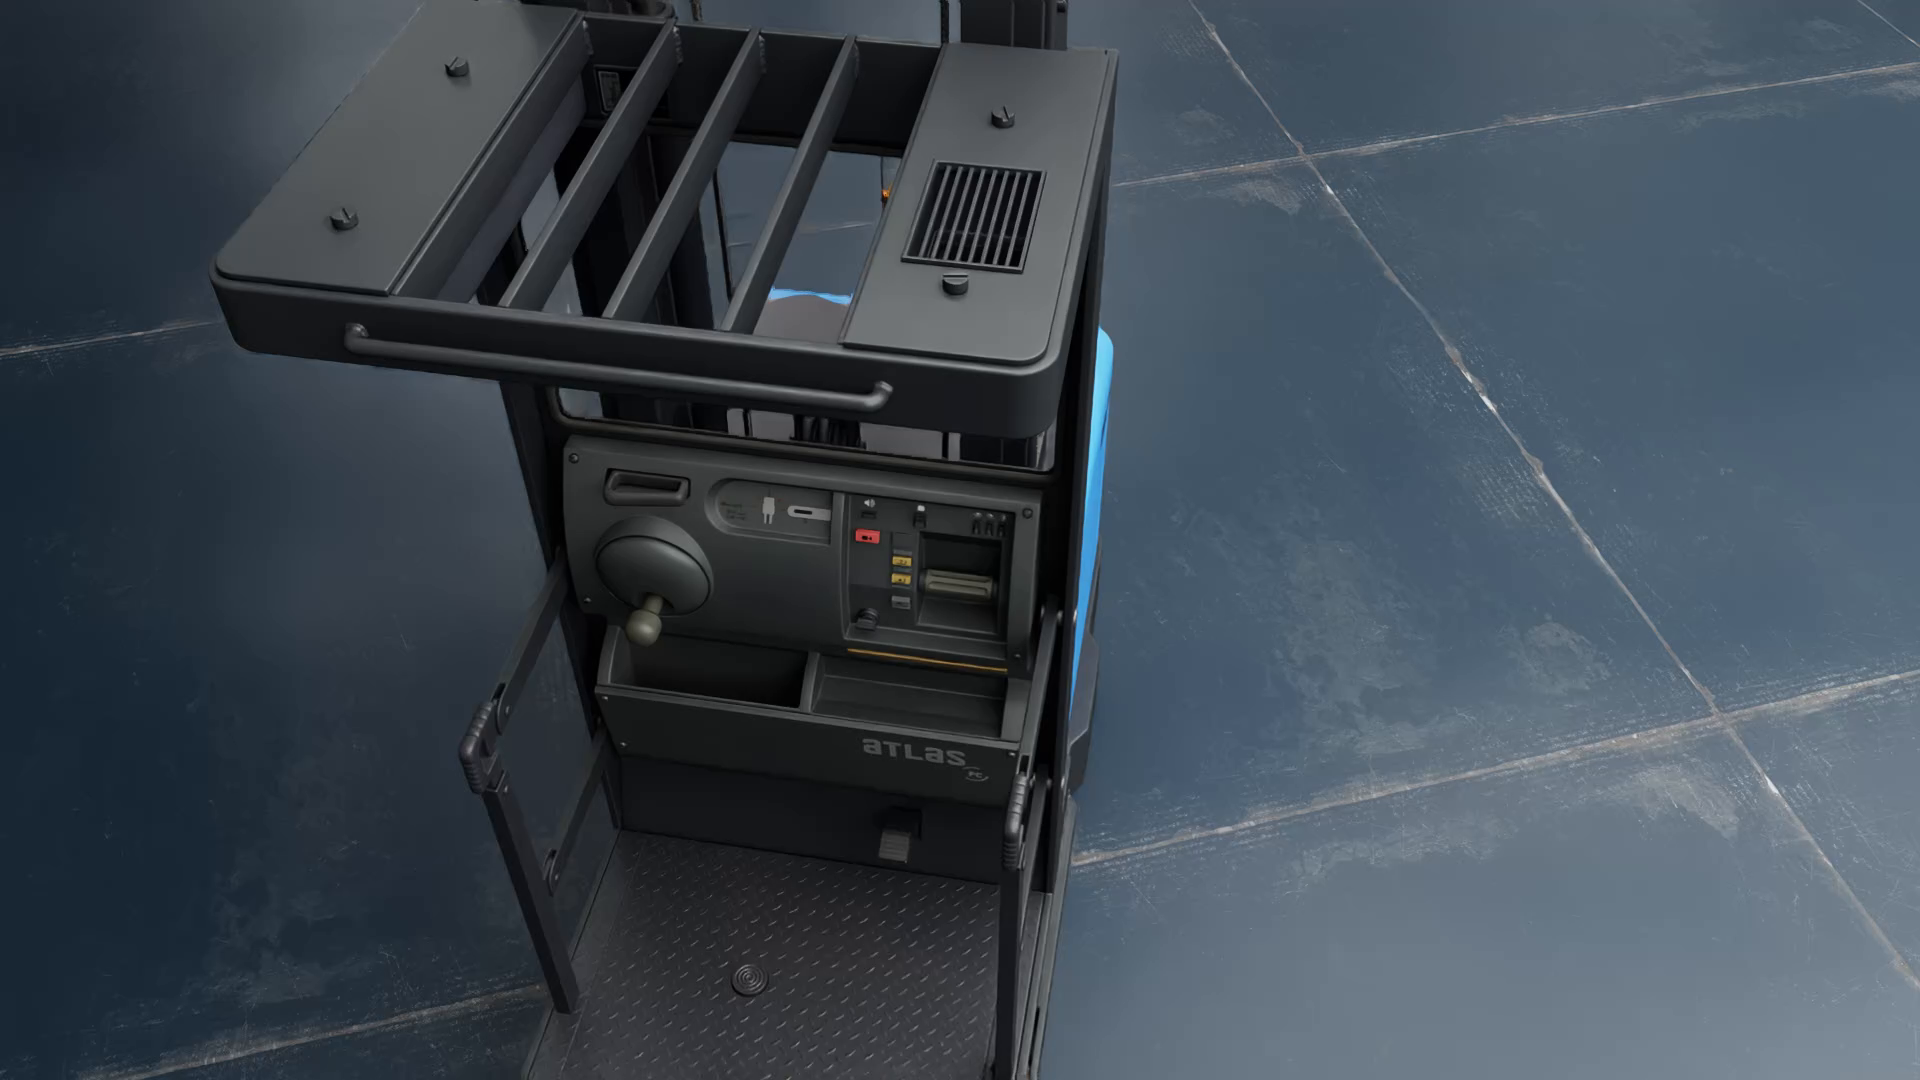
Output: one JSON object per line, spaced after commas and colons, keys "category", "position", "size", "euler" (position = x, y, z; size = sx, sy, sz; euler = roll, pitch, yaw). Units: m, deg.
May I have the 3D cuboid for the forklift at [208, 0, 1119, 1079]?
{"category": "forklift", "position": [-0.347, 0.137, 3.064], "size": [1.130, 2.935, 3.031], "euler": [7, 46, 7]}

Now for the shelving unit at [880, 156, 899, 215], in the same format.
{"category": "shelving unit", "position": [-0.042, -0.534, 4.933], "size": [0.258, 1.200, 0.503], "euler": [-11, 47, -10]}

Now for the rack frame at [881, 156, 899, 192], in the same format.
{"category": "rack frame", "position": [-0.105, -0.703, 5.099], "size": [0.240, 1.200, 0.015], "euler": [-11, 47, -10]}

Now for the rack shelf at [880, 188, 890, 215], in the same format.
{"category": "rack shelf", "position": [-0.042, -0.809, 4.653], "size": [0.258, 0.148, 0.480], "euler": [-11, 47, -10]}
